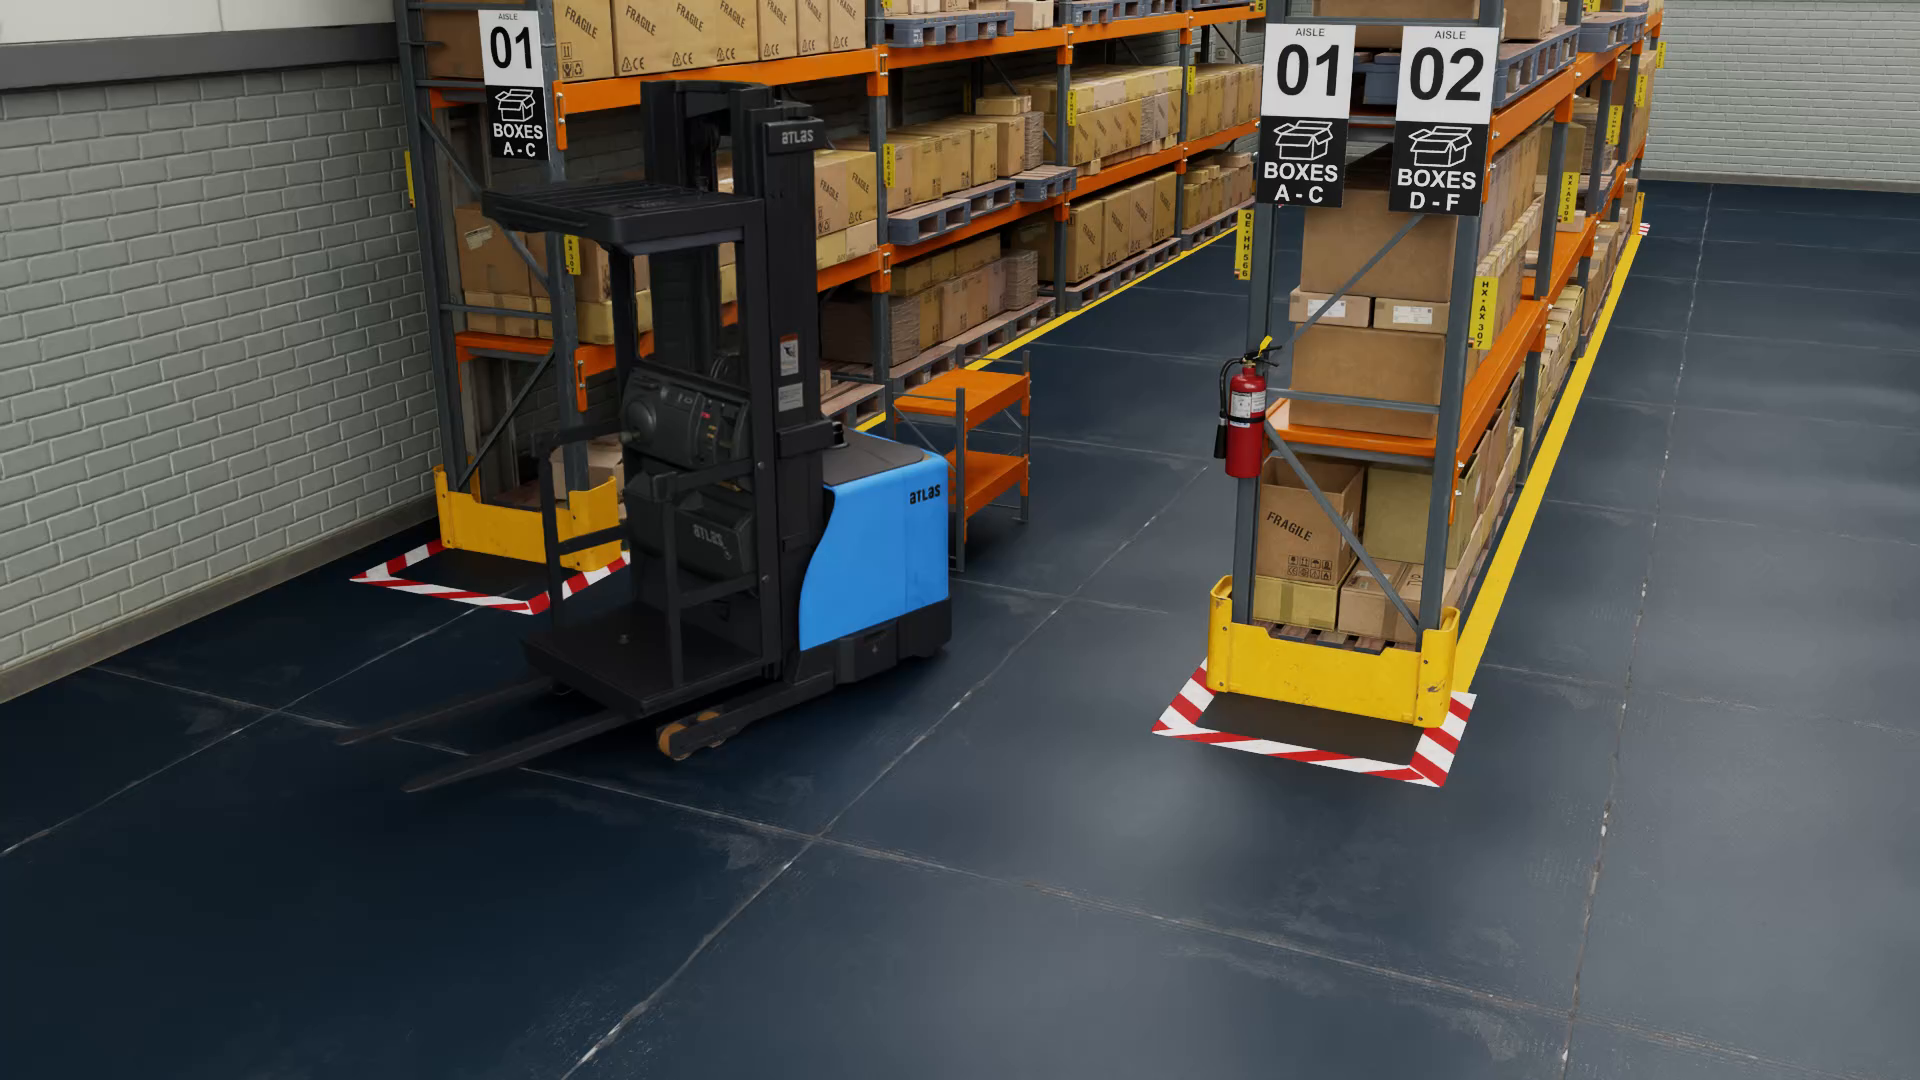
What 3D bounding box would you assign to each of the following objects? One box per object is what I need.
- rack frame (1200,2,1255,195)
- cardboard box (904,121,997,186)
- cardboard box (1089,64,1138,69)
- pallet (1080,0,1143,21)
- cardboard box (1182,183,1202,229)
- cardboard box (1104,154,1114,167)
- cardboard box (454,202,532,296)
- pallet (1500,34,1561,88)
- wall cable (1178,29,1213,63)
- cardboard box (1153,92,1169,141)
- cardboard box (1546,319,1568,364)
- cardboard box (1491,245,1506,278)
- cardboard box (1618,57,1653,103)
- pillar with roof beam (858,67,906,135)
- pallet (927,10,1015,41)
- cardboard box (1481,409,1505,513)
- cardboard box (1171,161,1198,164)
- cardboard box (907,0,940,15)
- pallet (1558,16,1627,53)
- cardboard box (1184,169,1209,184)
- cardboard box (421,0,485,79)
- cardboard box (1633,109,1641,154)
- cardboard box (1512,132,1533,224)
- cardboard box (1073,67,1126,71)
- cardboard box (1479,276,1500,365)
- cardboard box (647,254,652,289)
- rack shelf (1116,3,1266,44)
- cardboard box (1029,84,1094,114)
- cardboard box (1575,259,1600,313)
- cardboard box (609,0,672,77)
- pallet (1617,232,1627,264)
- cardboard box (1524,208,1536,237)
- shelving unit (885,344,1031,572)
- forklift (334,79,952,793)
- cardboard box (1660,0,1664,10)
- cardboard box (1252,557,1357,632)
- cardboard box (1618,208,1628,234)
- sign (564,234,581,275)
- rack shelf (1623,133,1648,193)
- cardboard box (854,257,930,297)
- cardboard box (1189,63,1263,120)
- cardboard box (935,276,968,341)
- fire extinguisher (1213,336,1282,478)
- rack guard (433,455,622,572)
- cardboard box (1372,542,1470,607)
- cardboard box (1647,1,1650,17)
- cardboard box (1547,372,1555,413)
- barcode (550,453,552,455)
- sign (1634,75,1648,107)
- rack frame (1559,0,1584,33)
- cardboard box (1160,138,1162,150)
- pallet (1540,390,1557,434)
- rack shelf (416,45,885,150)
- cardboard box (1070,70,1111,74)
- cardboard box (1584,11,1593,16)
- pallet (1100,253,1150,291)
[{"bbox_3d":[3.866,-6.217,23.474,1.000,3.000,0.127,9,21,23],"label":"rack frame"},{"bbox_3d":[-0.083,-3.497,15.019,0.700,0.500,0.500,9,21,23],"label":"cardboard box"},{"bbox_3d":[1.802,-5.439,19.545,0.500,0.250,0.500,9,22,24],"label":"cardboard box"},{"bbox_3d":[1.260,-5.642,17.663,1.003,0.211,1.213,10,22,25],"label":"pallet"},{"bbox_3d":[2.628,-4.229,20.987,0.700,0.500,0.500,9,21,23],"label":"cardboard box"},{"bbox_3d":[1.437,-4.129,17.946,0.380,0.149,0.250,9,21,24],"label":"cardboard box"},{"bbox_3d":[-2.687,-1.791,10.104,0.500,0.500,0.500,8,21,22],"label":"cardboard box"},{"bbox_3d":[2.646,-2.606,8.975,1.003,0.211,1.213,9,21,23],"label":"pallet"},{"bbox_3d":[3.527,-7.217,24.769,0.084,1.984,1.851,9,21,23],"label":"wall cable"},{"bbox_3d":[2.069,-4.858,19.029,0.500,0.500,0.500,9,21,23],"label":"cardboard box"},{"bbox_3d":[4.498,-1.599,13.128,0.500,0.311,0.500,9,22,24],"label":"cardboard box"},{"bbox_3d":[2.822,-1.560,9.262,0.380,0.149,0.250,9,21,23],"label":"cardboard box"},{"bbox_3d":[7.831,-5.412,19.569,0.500,0.500,0.500,9,22,24],"label":"cardboard box"},{"bbox_3d":[3.196,-5.729,13.147,9.100,9.000,0.400,9,21,23],"label":"pillar with roof beam"},{"bbox_3d":[-0.276,-4.365,14.070,1.213,0.211,1.003,9,21,23],"label":"pallet"},{"bbox_3d":[2.874,-0.495,9.741,0.500,0.500,0.500,9,21,23],"label":"cardboard box"},{"bbox_3d":[2.917,-4.916,21.950,0.380,0.149,0.250,8,21,22],"label":"cardboard box"},{"bbox_3d":[-0.499,-4.462,13.569,0.500,0.311,0.500,9,22,24],"label":"cardboard box"},{"bbox_3d":[4.459,-3.855,12.638,1.003,0.211,1.213,10,22,25],"label":"pallet"},{"bbox_3d":[2.934,-4.614,21.102,0.380,0.149,0.250,9,22,25],"label":"cardboard box"},{"bbox_3d":[-2.746,-2.958,9.654,0.500,0.500,0.500,10,22,27],"label":"cardboard box"},{"bbox_3d":[7.413,-4.638,18.885,0.500,0.500,0.500,9,21,24],"label":"cardboard box"},{"bbox_3d":[3.091,-2.237,10.198,0.700,0.500,0.500,8,21,23],"label":"cardboard box"},{"bbox_3d":[1.594,-5.279,19.093,0.500,0.250,0.500,9,21,23],"label":"cardboard box"},{"bbox_3d":[2.669,-1.309,9.524,0.700,0.500,0.500,9,22,24],"label":"cardboard box"},{"bbox_3d":[-2.005,-1.872,10.332,0.500,0.500,0.500,9,21,23],"label":"cardboard box"},{"bbox_3d":[3.047,-6.680,21.373,1.077,0.370,4.000,9,21,23],"label":"rack shelf"},{"bbox_3d":[1.023,-4.434,16.717,0.500,0.250,0.500,9,22,24],"label":"cardboard box"},{"bbox_3d":[5.767,-2.383,15.767,0.500,0.500,0.500,8,21,21],"label":"cardboard box"},{"bbox_3d":[-2.069,-3.023,9.837,0.500,0.500,0.500,10,22,26],"label":"cardboard box"},{"bbox_3d":[7.529,-3.586,20.237,1.003,0.211,1.213,9,21,23],"label":"pallet"},{"bbox_3d":[3.454,-2.035,10.597,0.380,0.149,0.250,8,21,22],"label":"cardboard box"},{"bbox_3d":[0.003,-0.532,10.286,0.538,1.125,1.048,9,21,23],"label":"shelving unit"},{"bbox_3d":[-1.446,-0.565,7.683,3.031,2.935,1.130,-18,27,-42],"label":"forklift"},{"bbox_3d":[8.417,-6.688,20.545,0.500,0.250,0.500,9,21,23],"label":"cardboard box"},{"bbox_3d":[1.785,0.246,8.778,0.500,0.250,0.500,9,21,23],"label":"cardboard box"},{"bbox_3d":[7.972,-3.964,20.585,0.500,0.250,0.500,9,21,23],"label":"cardboard box"},{"bbox_3d":[-2.191,-1.659,9.366,0.100,0.325,0.005,9,21,23],"label":"sign"},{"bbox_3d":[7.568,-4.588,19.967,1.077,0.370,4.000,9,21,23],"label":"rack shelf"},{"bbox_3d":[-0.585,-2.294,14.397,0.500,0.250,0.500,8,21,22],"label":"cardboard box"},{"bbox_3d":[3.666,-6.201,22.981,0.980,0.700,0.700,10,22,25],"label":"cardboard box"},{"bbox_3d":[-0.350,-2.121,15.030,0.700,0.500,0.500,9,21,23],"label":"cardboard box"},{"bbox_3d":[1.363,-0.639,7.903,0.296,0.674,0.183,9,21,23],"label":"fire extinguisher"},{"bbox_3d":[-2.655,-0.171,10.205,1.175,0.500,0.348,9,21,23],"label":"rack guard"},{"bbox_3d":[2.459,0.164,9.009,0.500,0.250,0.500,9,21,23],"label":"cardboard box"},{"bbox_3d":[7.174,-5.773,17.972,0.500,0.250,0.500,9,21,23],"label":"cardboard box"},{"bbox_3d":[4.284,-1.177,12.778,0.500,0.250,0.500,8,21,21],"label":"cardboard box"},{"bbox_3d":[-2.678,-0.530,10.826,0.001,0.075,0.075,9,21,23],"label":"barcode"},{"bbox_3d":[7.256,-4.786,17.722,0.100,0.325,0.005,9,21,23],"label":"sign"},{"bbox_3d":[3.473,-4.697,10.246,1.000,3.000,0.127,9,21,23],"label":"rack frame"},{"bbox_3d":[2.119,-4.590,19.243,0.380,0.149,0.250,9,22,24],"label":"cardboard box"},{"bbox_3d":[4.237,-1.161,13.419,1.003,0.211,1.213,9,21,23],"label":"pallet"},{"bbox_3d":[-1.867,-3.012,11.058,1.077,0.370,4.000,9,21,23],"label":"rack shelf"},{"bbox_3d":[1.393,-5.125,18.660,0.500,0.250,0.500,8,21,21],"label":"cardboard box"},{"bbox_3d":[4.778,-4.324,13.272,0.500,0.250,0.500,9,22,24],"label":"cardboard box"},{"bbox_3d":[1.482,-3.060,18.758,1.003,0.211,1.213,9,21,23],"label":"pallet"}]
